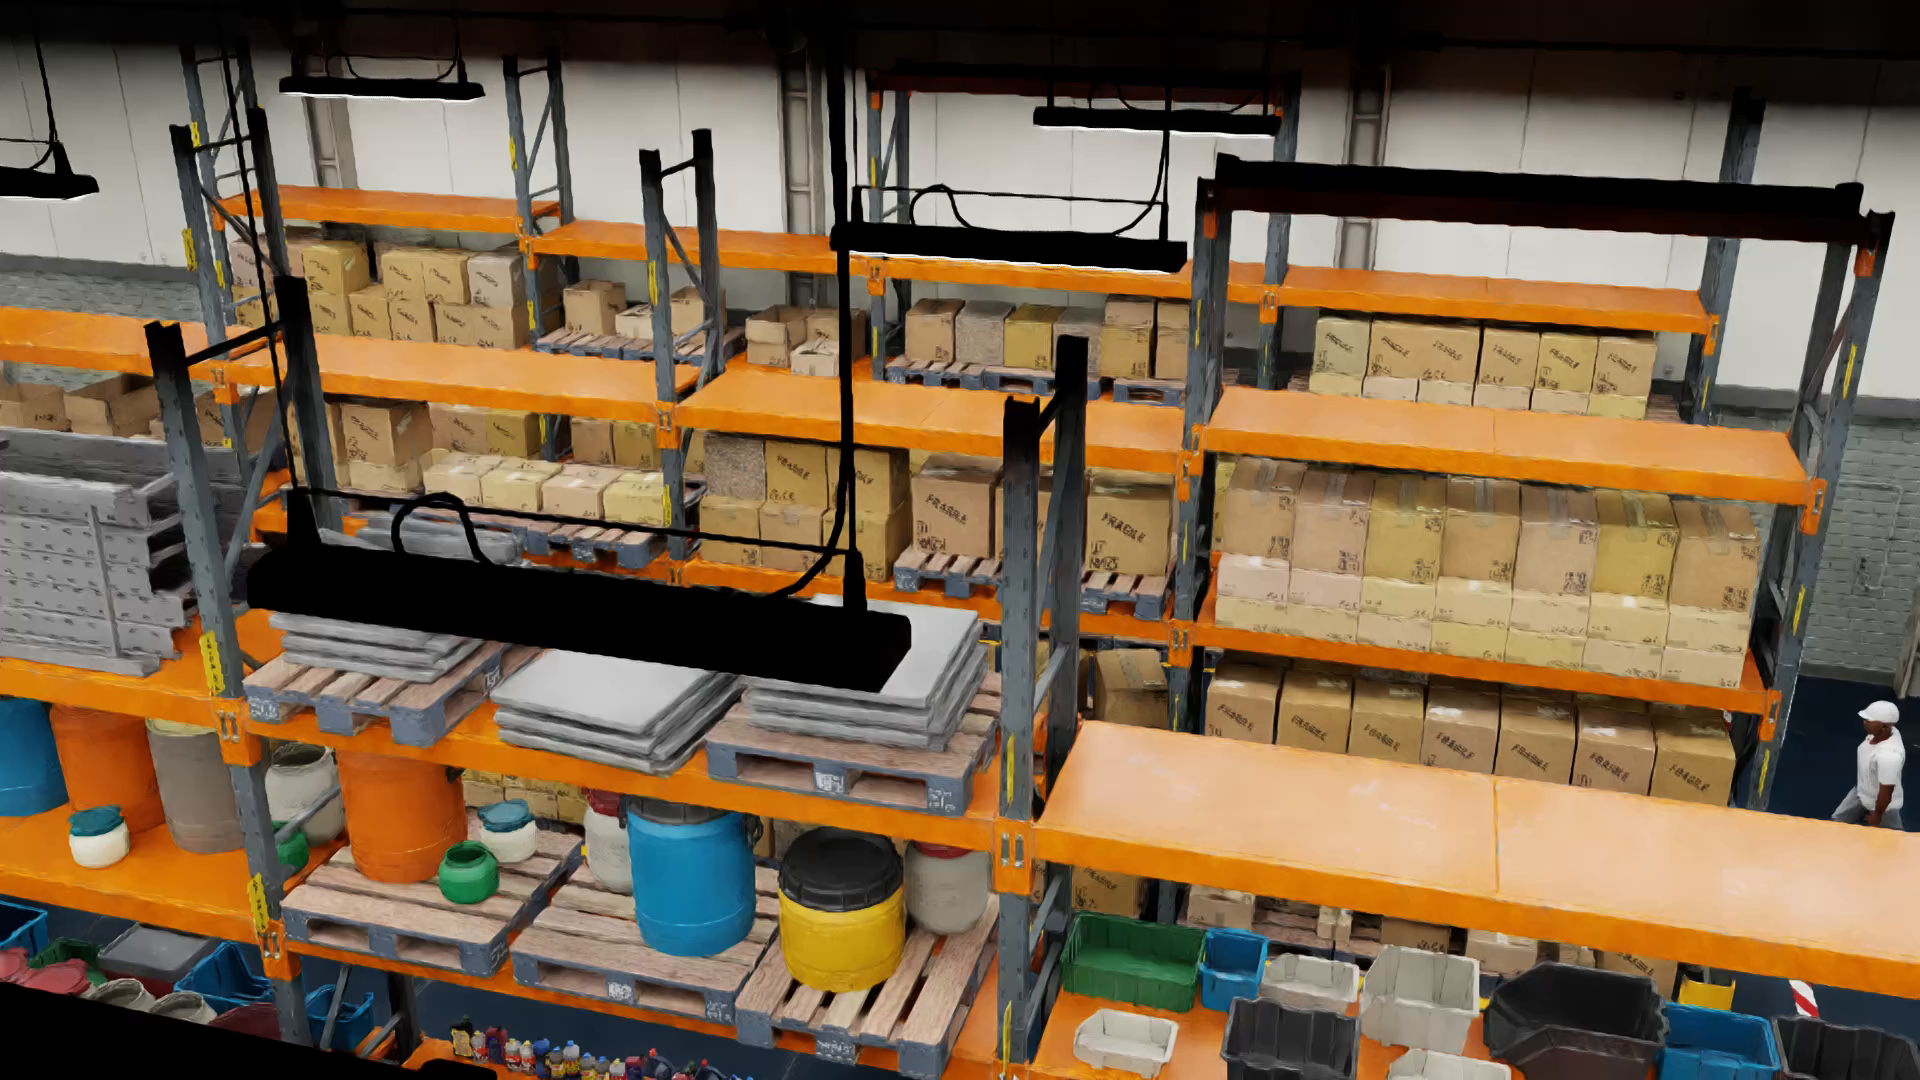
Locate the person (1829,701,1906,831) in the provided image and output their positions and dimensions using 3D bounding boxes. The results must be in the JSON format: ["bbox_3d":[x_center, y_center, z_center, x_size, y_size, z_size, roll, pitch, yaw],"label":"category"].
[{"bbox_3d":[7.418,2.082,13.536,1.128,1.689,0.575,5,23,13],"label":"person"}]
